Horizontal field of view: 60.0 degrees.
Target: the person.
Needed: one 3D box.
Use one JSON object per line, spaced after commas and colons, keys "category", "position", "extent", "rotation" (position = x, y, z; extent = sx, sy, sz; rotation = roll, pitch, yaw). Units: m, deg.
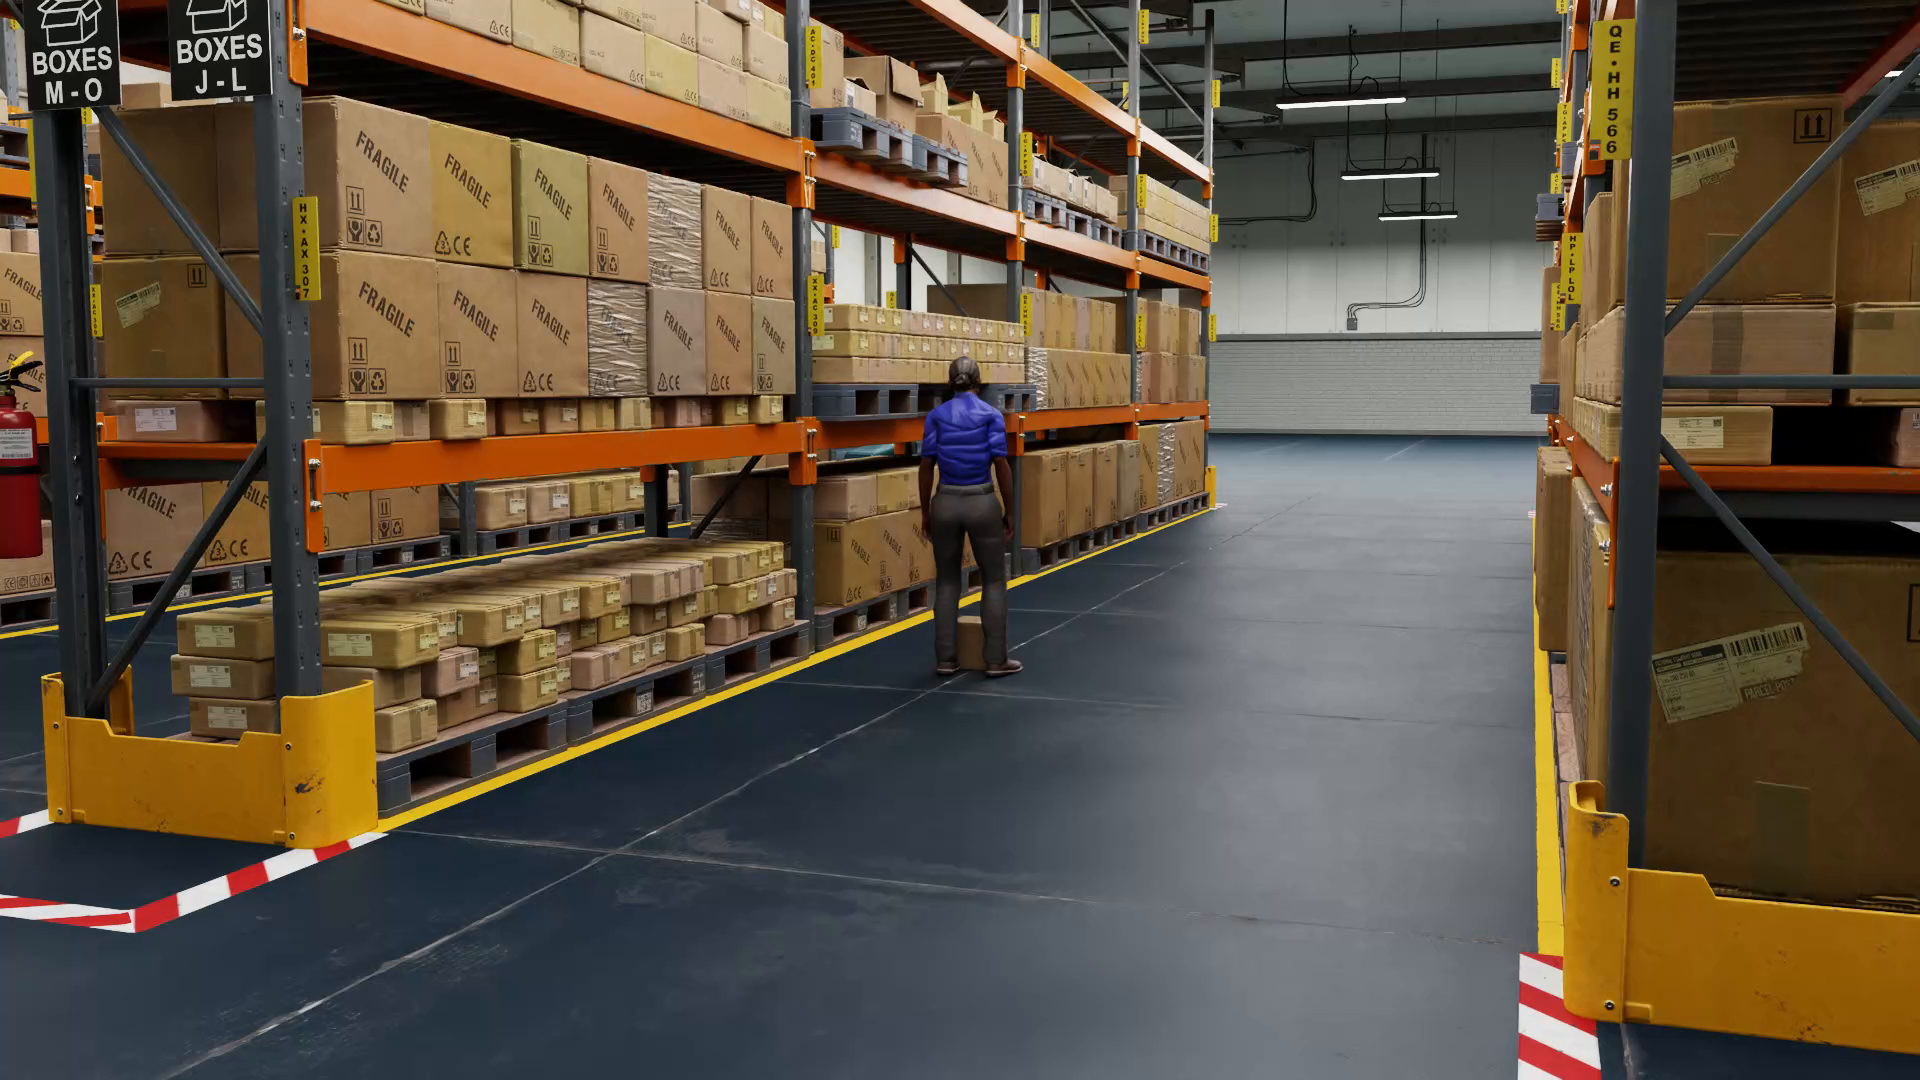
{"category": "person", "position": [0.049, -0.125, 8.622], "extent": [0.527, 1.653, 0.350], "rotation": [1, 5, 13]}
